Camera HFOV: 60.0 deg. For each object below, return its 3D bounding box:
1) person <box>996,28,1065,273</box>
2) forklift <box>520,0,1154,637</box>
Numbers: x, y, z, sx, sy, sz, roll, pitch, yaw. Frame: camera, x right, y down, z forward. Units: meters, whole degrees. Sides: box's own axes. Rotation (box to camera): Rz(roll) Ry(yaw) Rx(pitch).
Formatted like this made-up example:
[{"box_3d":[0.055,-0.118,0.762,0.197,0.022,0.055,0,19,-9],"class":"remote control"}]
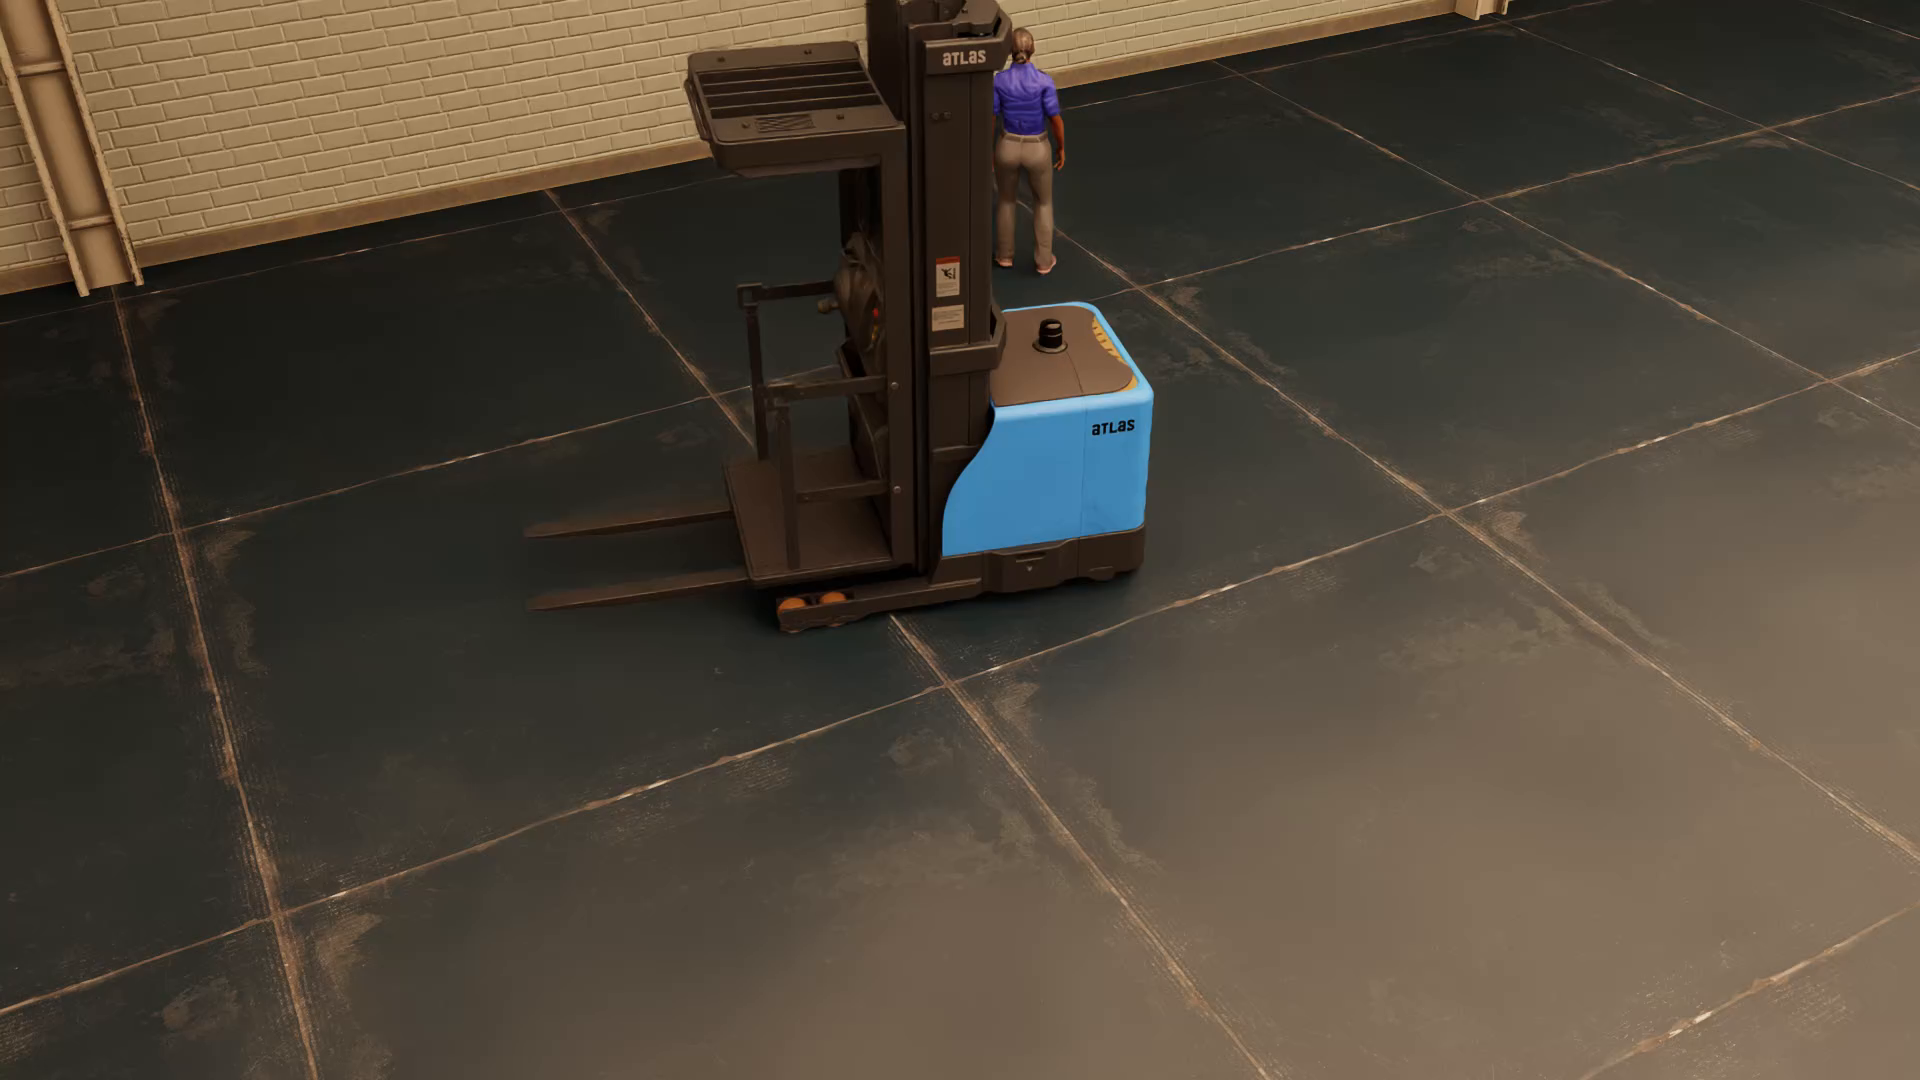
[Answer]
[{"box_3d":[0.421,-2.523,10.817,0.534,1.675,0.429,6,36,8],"class":"person"},{"box_3d":[-0.639,-1.071,7.638,3.031,2.935,1.130,-10,36,-13],"class":"forklift"}]
